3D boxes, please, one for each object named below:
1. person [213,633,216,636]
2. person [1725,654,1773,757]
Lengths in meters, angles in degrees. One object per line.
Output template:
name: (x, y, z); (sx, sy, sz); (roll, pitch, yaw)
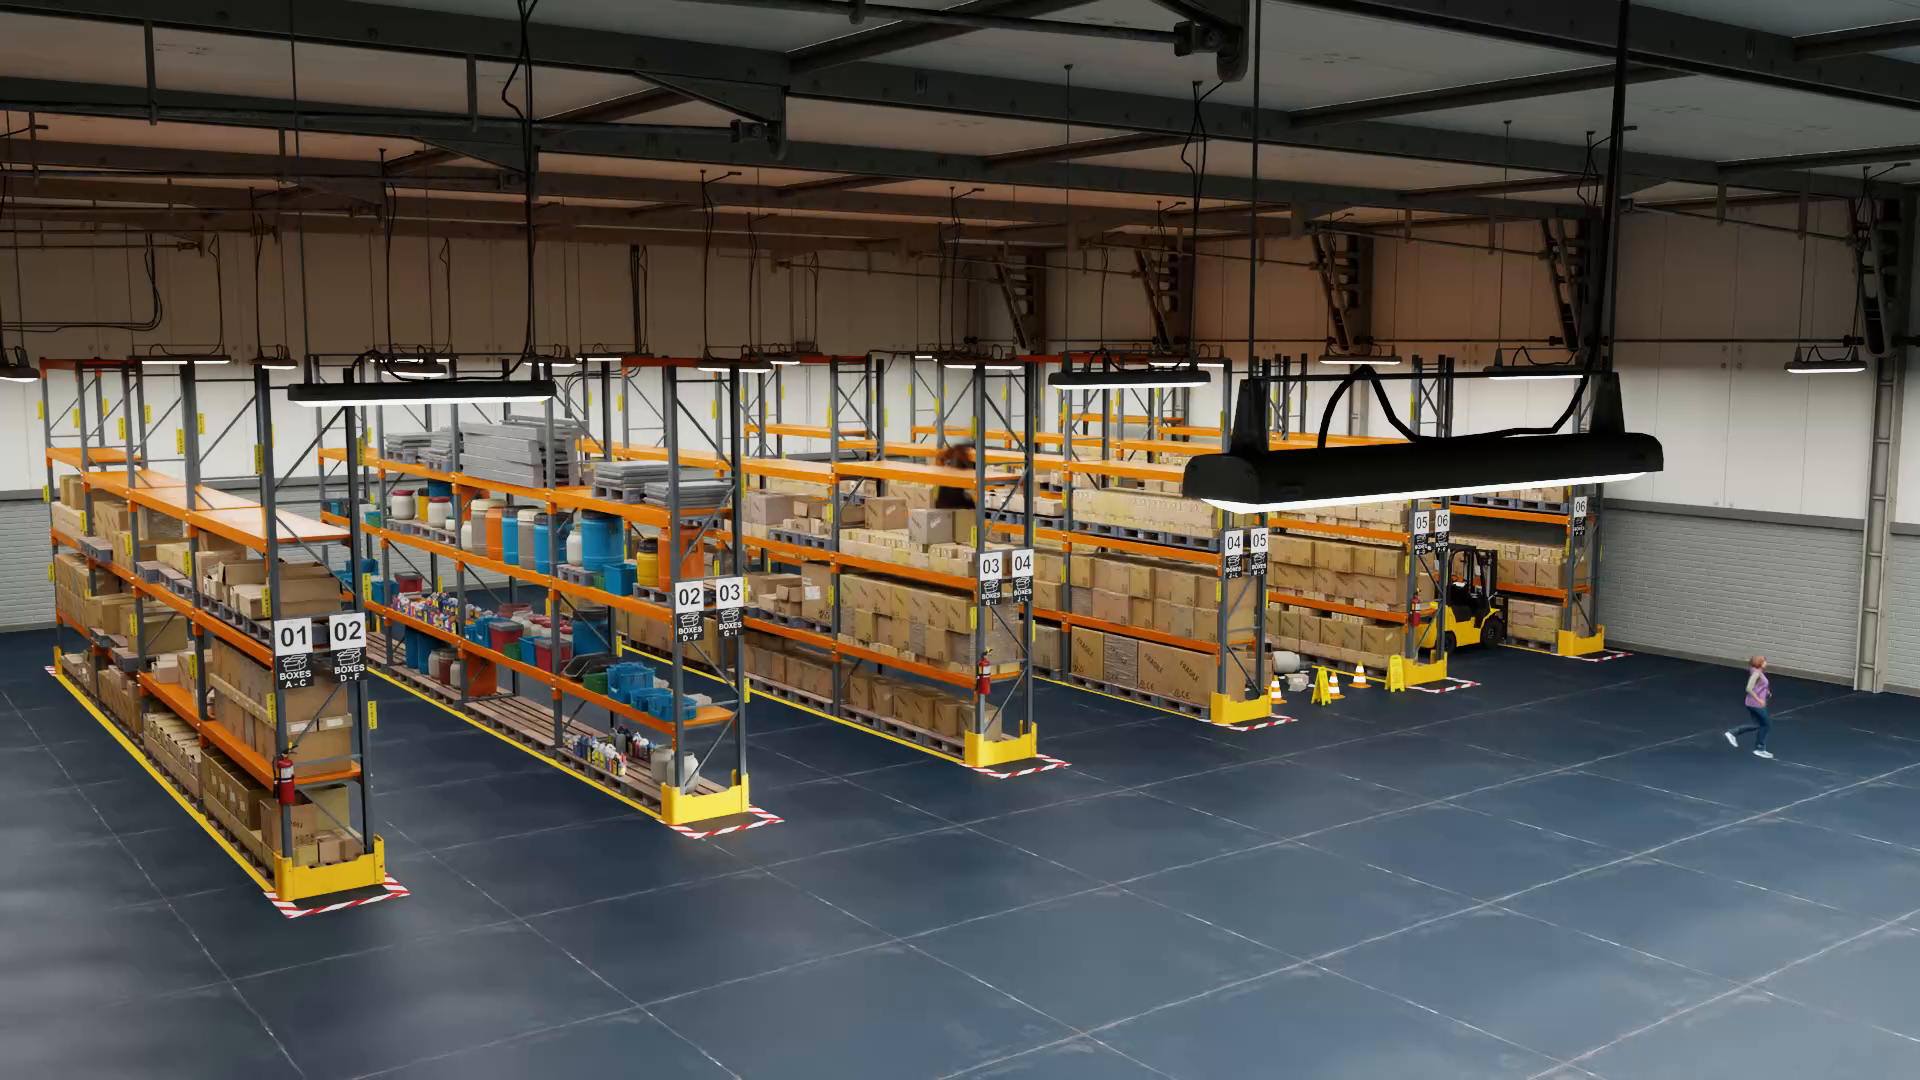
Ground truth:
person: (-13.739, 1.759, 31.230); (0.560, 1.655, 0.560); (6, 9, 42)
person: (12.082, 2.520, 25.376); (0.687, 1.589, 0.533); (2, 7, 17)
